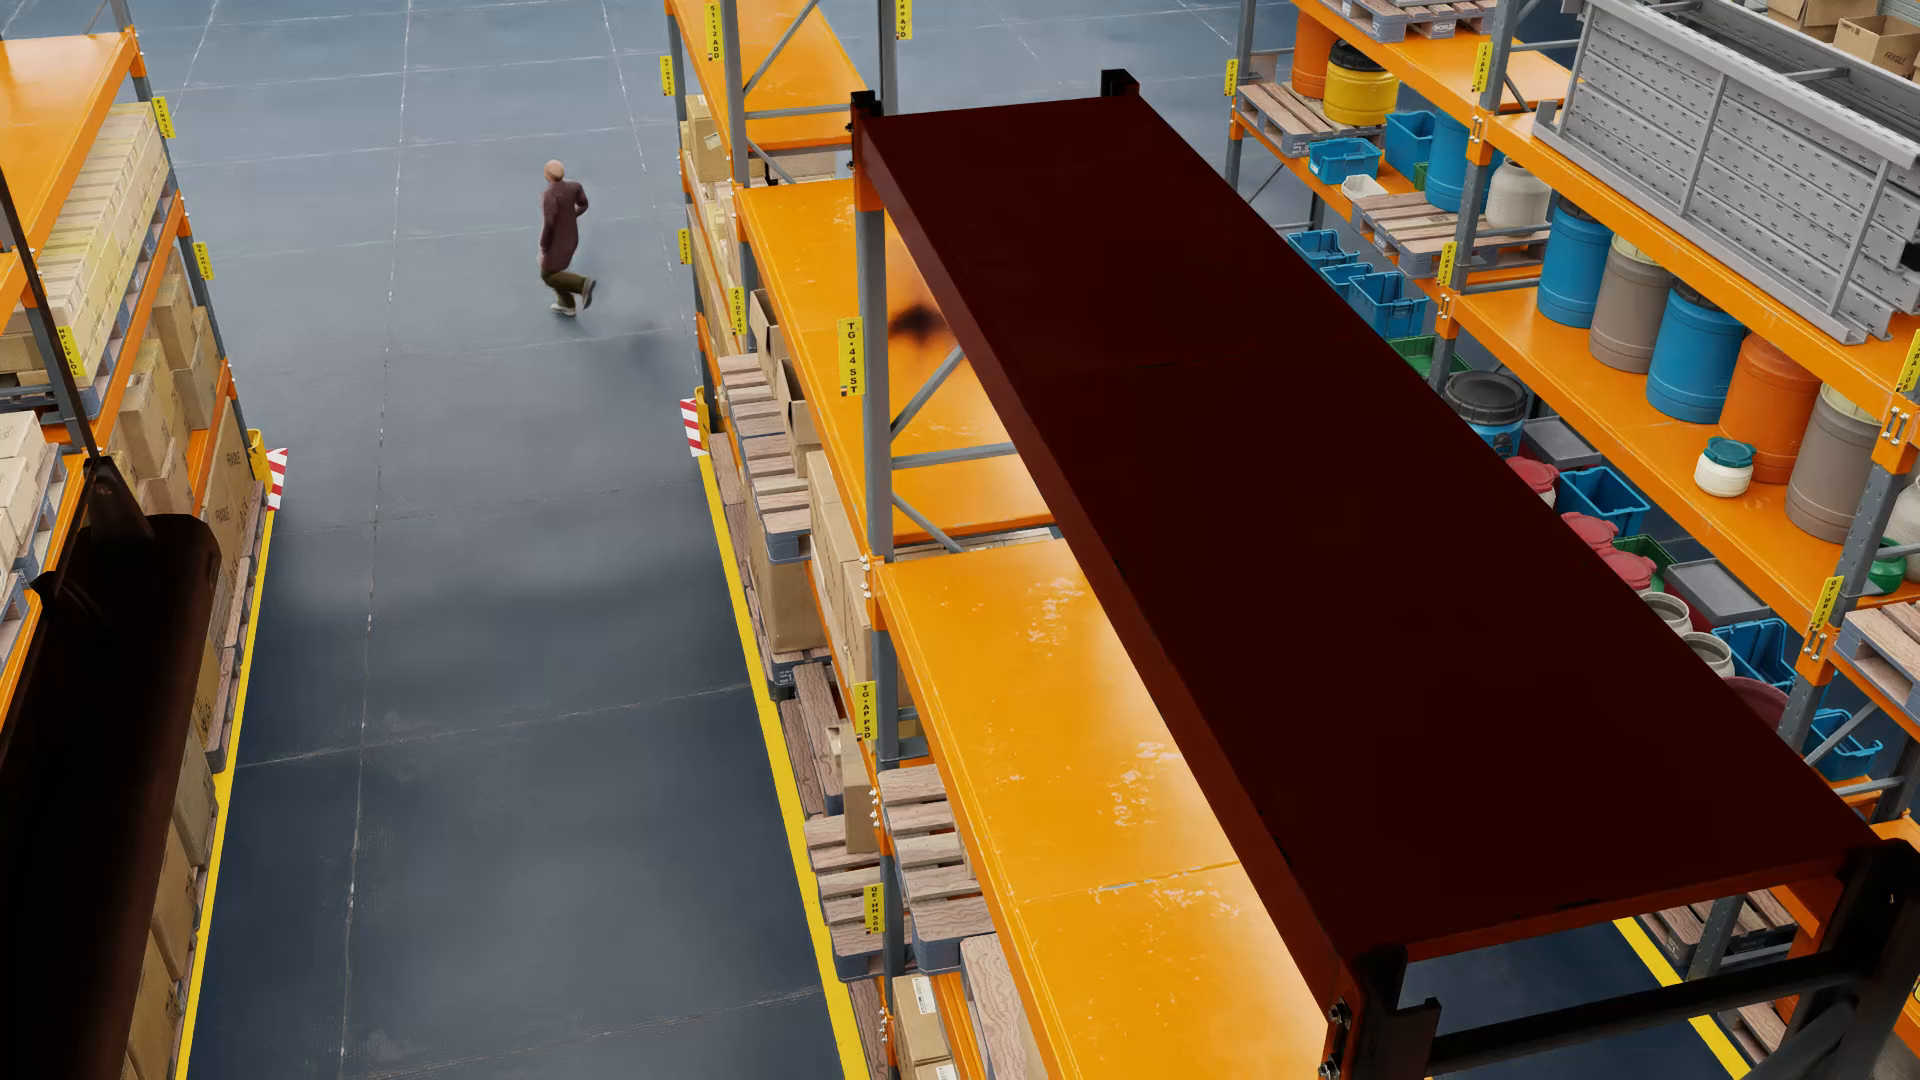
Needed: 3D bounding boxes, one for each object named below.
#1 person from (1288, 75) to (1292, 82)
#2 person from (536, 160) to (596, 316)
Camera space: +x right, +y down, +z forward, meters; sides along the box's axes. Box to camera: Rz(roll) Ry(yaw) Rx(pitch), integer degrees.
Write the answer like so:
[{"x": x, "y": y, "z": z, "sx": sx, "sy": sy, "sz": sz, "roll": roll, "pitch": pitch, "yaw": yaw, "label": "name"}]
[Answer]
[{"x": 4.413, "y": -5.740, "z": 20.998, "sx": 0.682, "sy": 1.687, "sz": 0.625, "roll": 3, "pitch": 35, "yaw": 4, "label": "person"}, {"x": -4.046, "y": -3.072, "z": 17.078, "sx": 0.718, "sy": 1.725, "sz": 0.730, "roll": 13, "pitch": 36, "yaw": 18, "label": "person"}]
